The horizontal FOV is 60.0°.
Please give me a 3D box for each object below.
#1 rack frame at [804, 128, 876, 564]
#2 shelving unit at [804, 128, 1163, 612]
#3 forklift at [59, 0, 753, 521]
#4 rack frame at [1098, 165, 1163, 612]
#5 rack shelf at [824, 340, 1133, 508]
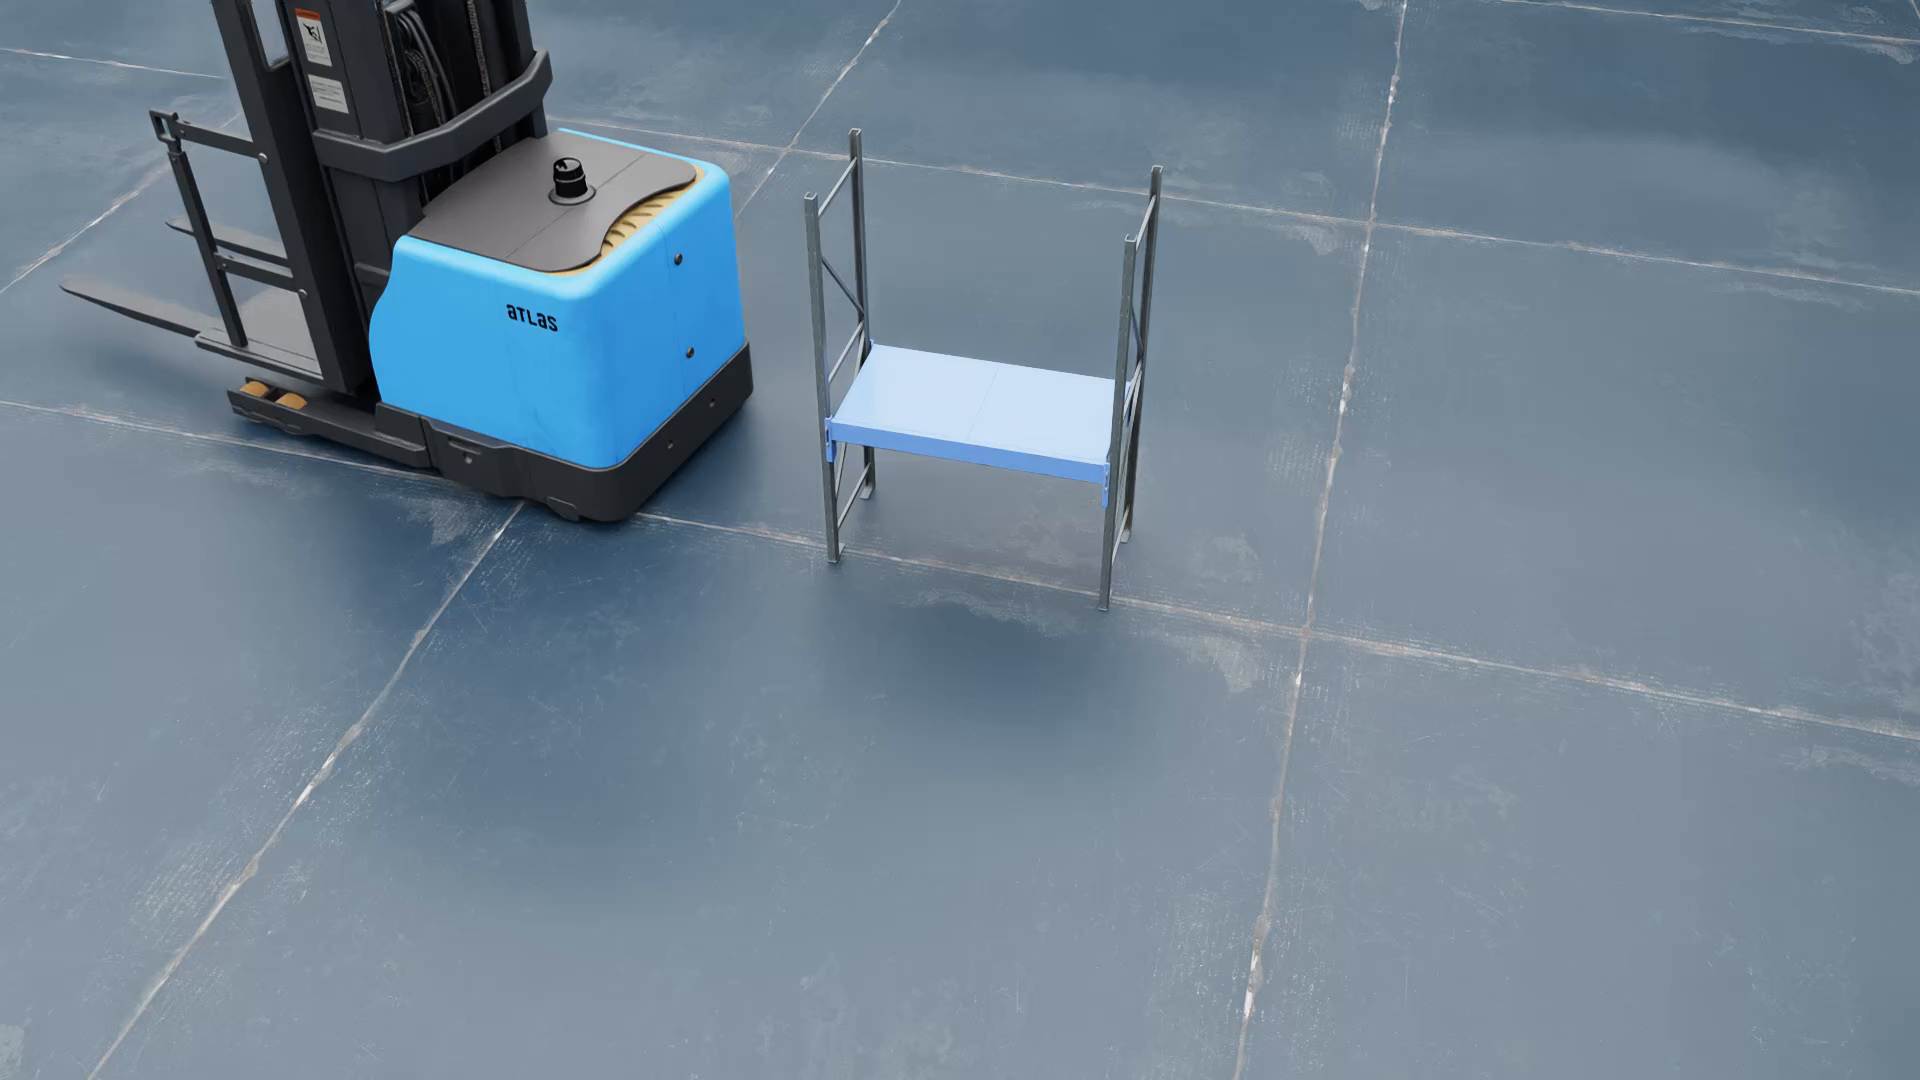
[{"bbox_3d":[-0.409,-0.645,5.851,0.032,1.500,0.500,10,41,11],"label":"rack frame"},{"bbox_3d":[0.082,-0.560,5.751,1.048,1.500,0.538,10,41,11],"label":"shelving unit"},{"bbox_3d":[-2.412,-1.837,6.159,3.031,2.935,1.130,17,43,19],"label":"forklift"},{"bbox_3d":[0.573,-0.476,5.650,0.032,1.500,0.500,10,41,11],"label":"rack frame"},{"bbox_3d":[0.082,-0.422,5.866,1.000,0.185,0.538,10,41,11],"label":"rack shelf"}]
